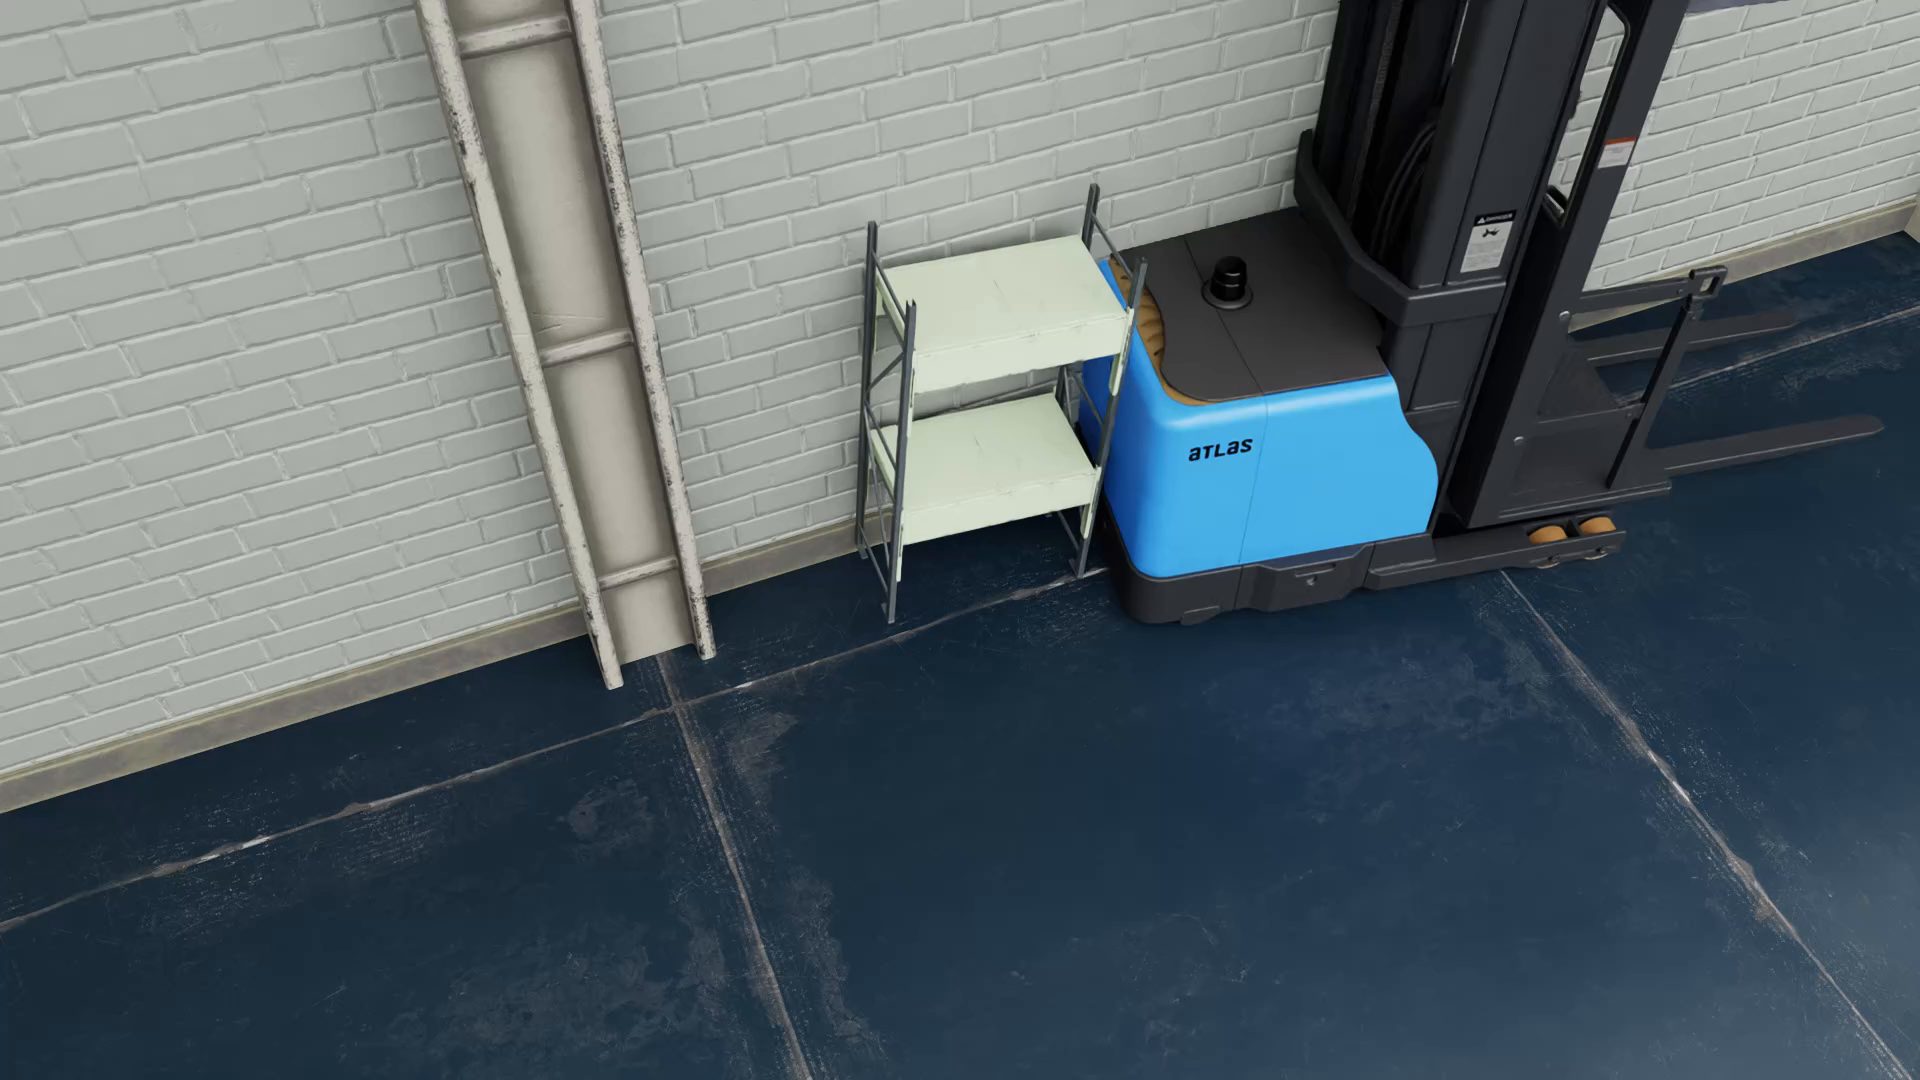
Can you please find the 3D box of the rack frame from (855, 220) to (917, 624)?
[{"bbox_3d":[-0.257,-0.333,5.474,0.023,1.500,0.400,-13,52,-16],"label":"rack frame"}]

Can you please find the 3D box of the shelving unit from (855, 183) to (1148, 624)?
[{"bbox_3d":[0.087,-0.412,5.574,0.755,1.500,0.431,-13,52,-16],"label":"shelving unit"}]

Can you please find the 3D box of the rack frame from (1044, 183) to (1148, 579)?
[{"bbox_3d":[0.430,-0.490,5.674,0.023,1.500,0.400,-13,52,-16],"label":"rack frame"}]

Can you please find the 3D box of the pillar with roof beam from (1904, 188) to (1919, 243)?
[{"bbox_3d":[6.079,-1.270,1.409,0.400,9.000,9.100,-17,52,-14],"label":"pillar with roof beam"}]

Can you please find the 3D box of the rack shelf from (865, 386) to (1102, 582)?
[{"bbox_3d":[0.063,-0.201,5.822,0.720,0.370,0.431,-13,52,-16],"label":"rack shelf"}]

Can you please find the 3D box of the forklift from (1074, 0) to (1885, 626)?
[{"bbox_3d":[1.971,-1.234,5.378,3.031,2.935,1.130,-10,50,-8],"label":"forklift"}]

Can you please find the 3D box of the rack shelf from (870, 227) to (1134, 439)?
[{"bbox_3d":[0.116,-0.663,5.277,0.720,0.370,0.431,-13,52,-16],"label":"rack shelf"}]
